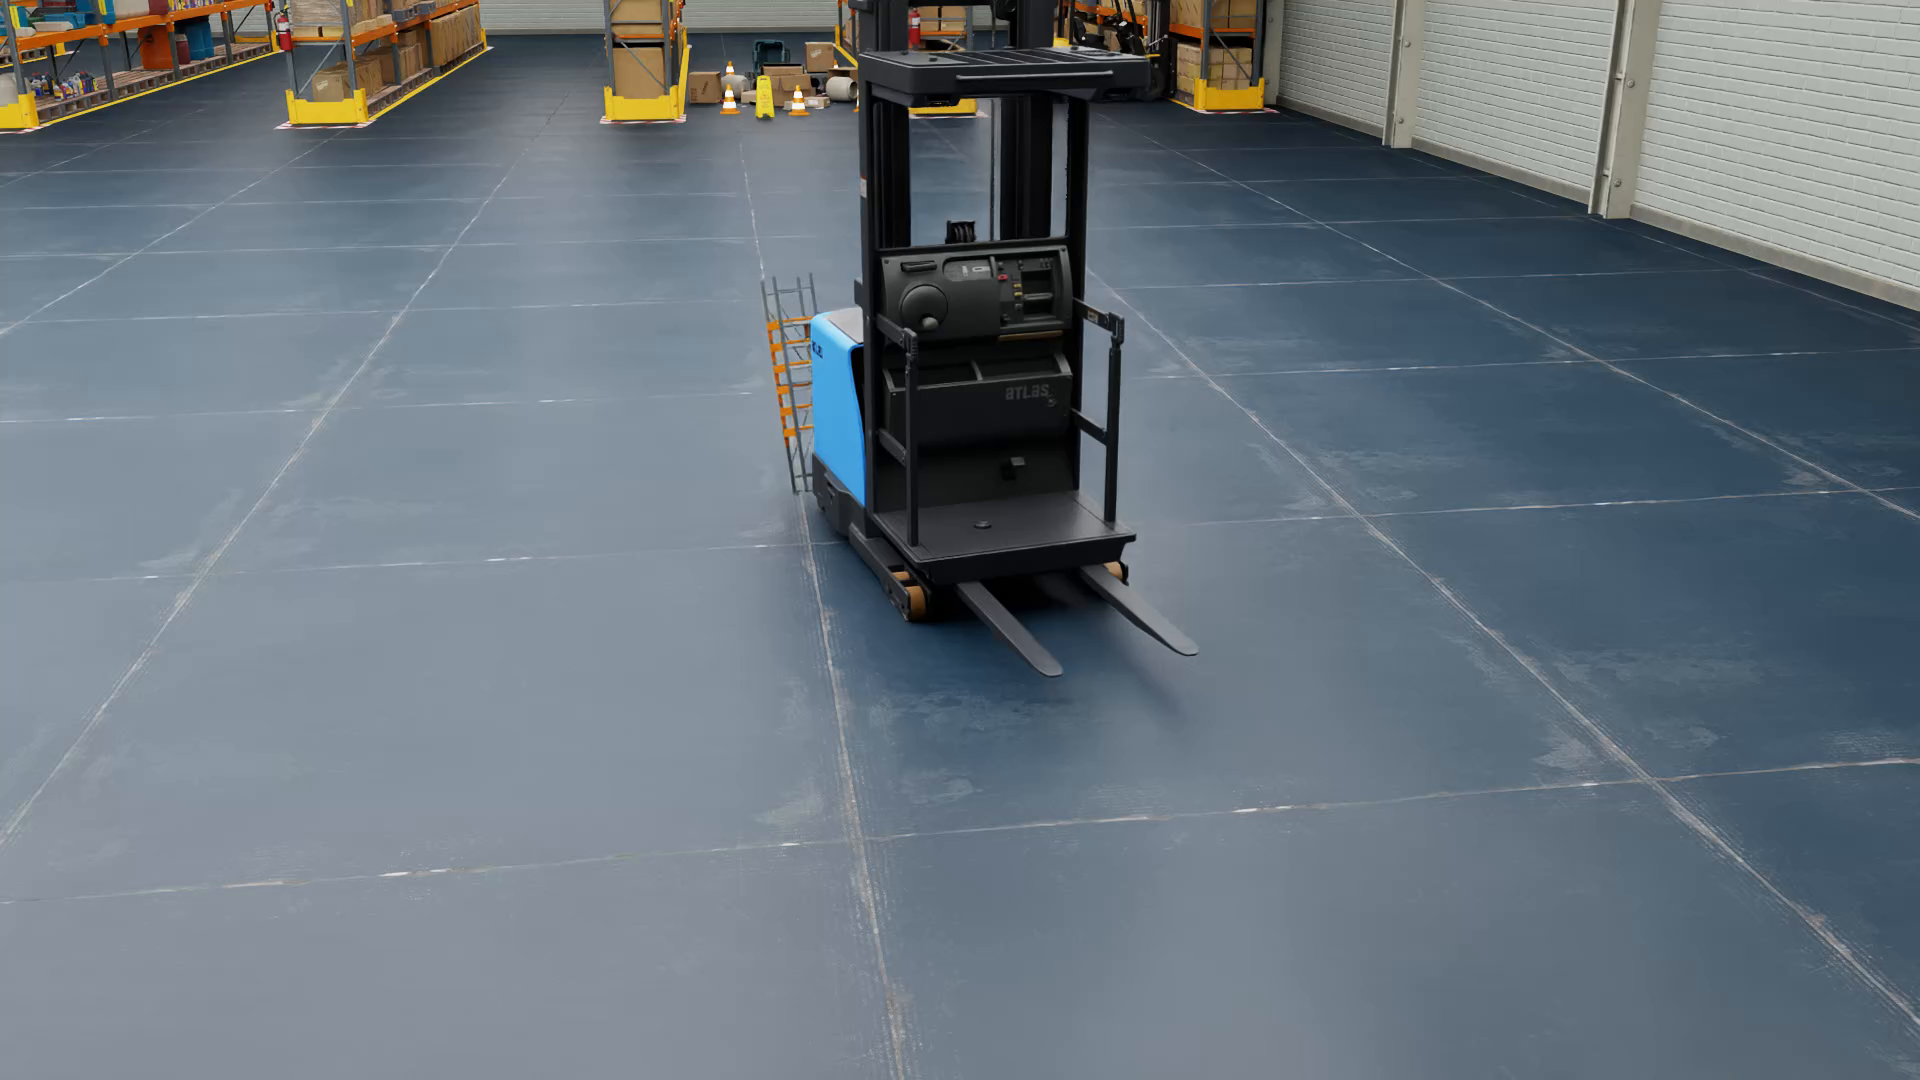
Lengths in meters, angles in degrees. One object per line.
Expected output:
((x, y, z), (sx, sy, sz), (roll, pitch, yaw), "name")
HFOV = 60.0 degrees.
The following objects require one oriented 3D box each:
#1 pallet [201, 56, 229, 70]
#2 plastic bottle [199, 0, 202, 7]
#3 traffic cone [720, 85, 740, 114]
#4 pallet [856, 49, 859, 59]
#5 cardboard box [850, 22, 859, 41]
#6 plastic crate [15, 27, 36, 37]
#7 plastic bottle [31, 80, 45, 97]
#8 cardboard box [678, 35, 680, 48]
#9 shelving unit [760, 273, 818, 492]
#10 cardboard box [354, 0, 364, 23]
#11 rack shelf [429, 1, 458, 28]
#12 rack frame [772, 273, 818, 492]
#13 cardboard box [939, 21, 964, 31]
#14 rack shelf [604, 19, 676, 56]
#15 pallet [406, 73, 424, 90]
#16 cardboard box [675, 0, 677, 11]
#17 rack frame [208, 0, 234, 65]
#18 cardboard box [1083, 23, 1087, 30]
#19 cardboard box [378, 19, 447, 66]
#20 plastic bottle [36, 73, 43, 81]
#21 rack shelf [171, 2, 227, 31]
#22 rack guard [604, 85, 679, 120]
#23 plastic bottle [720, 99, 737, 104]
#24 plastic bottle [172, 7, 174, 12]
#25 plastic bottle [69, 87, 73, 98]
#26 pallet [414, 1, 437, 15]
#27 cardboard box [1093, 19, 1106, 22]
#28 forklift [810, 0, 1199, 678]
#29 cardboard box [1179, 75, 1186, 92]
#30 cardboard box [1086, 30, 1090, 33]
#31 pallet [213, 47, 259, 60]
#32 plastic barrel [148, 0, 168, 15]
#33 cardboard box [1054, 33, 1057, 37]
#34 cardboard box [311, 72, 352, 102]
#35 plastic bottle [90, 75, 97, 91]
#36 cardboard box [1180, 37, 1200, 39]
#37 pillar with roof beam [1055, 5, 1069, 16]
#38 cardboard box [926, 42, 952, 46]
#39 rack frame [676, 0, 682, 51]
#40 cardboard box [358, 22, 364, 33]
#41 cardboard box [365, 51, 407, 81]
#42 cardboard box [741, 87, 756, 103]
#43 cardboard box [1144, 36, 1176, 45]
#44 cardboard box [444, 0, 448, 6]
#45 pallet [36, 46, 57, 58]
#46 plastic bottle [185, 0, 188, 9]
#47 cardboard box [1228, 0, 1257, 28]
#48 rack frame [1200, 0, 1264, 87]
((-16.665, -10.418, 36.308), (1.003, 0.211, 1.213), (-3, 21, -8), "pallet")
((-16.213, -11.468, 35.310), (0.152, 0.276, 0.135), (-3, 21, -8), "plastic bottle")
((-3.852, -7.371, 27.790), (0.336, 0.463, 0.334), (-3, 21, -8), "traffic cone")
((-1.841, -11.174, 38.331), (1.003, 0.211, 1.213), (-3, 21, -8), "pallet")
((-2.269, -12.585, 41.185), (0.875, 0.438, 0.875), (-2, 21, -6), "cardboard box")
((-14.816, -8.041, 26.336), (0.298, 0.136, 0.250), (-3, 21, -8), "plastic crate")
((-15.644, -7.657, 28.194), (0.152, 0.276, 0.135), (-3, 21, -8), "plastic bottle")
((-6.260, -10.531, 35.597), (0.500, 0.500, 0.500), (-3, 21, -7), "cardboard box")
((-0.887, -0.881, 9.353), (0.258, 1.200, 0.189), (-11, 6, -27), "shelving unit")
((-10.376, -8.809, 27.446), (0.875, 0.500, 0.500), (-3, 21, -8), "cardboard box")
((-11.545, -11.214, 35.482), (1.077, 0.370, 4.000), (-3, 21, -8), "rack shelf")
((-0.845, -0.880, 9.272), (0.240, 1.200, 0.006), (-11, 6, -27), "rack frame")
((-0.141, -8.599, 27.811), (0.380, 0.149, 0.250), (-3, 21, -8), "cardboard box")
((-5.469, -8.659, 28.642), (1.077, 0.370, 4.000), (-3, 21, -8), "rack shelf")
((-10.973, -8.860, 32.136), (1.003, 0.211, 1.213), (-3, 21, -8), "pallet")
((-5.933, -10.805, 33.216), (0.500, 0.500, 0.500), (-3, 21, -8), "cardboard box")
((-16.735, -11.994, 36.541), (1.000, 3.000, 0.127), (-3, 21, -8), "rack frame")
((2.976, -11.558, 37.421), (0.380, 0.149, 0.250), (-4, 21, -10), "cardboard box")
((-11.336, -10.300, 34.442), (1.225, 0.875, 0.875), (-4, 21, -10), "cardboard box")
((-15.876, -7.888, 28.707), (0.144, 0.351, 0.185), (-2, 21, -6), "plastic bottle")
((-16.447, -10.964, 34.813), (1.077, 0.370, 4.000), (-3, 21, -8), "rack shelf")
((-5.178, -7.124, 27.077), (1.175, 0.500, 0.348), (-3, 21, -8), "rack guard")
((-4.090, -7.761, 29.407), (0.283, 0.061, 0.133), (-11, 23, -26), "plastic bottle")
((-15.904, -10.757, 33.514), (0.097, 0.201, 0.097), (0, 20, 0), "plastic bottle")
((-15.036, -7.565, 28.054), (0.097, 0.201, 0.097), (0, 20, 0), "plastic bottle")
((-11.049, -10.527, 32.889), (1.213, 0.211, 1.003), (-3, 21, -8), "pallet")
((3.309, -12.037, 38.702), (0.380, 0.149, 0.250), (-3, 21, -7), "cardboard box")
((0.159, -1.158, 7.628), (1.130, 2.935, 3.031), (-7, 22, -18), "forklift")
((4.171, -8.068, 29.360), (0.500, 0.250, 0.500), (-3, 21, -8), "cardboard box")
((3.047, -11.126, 37.191), (0.500, 0.500, 0.500), (-2, 21, -5), "cardboard box")
((-17.058, -11.363, 38.839), (1.003, 0.211, 1.213), (-3, 21, -8), "pallet")
((-15.792, -10.527, 32.420), (0.600, 0.536, 0.708), (-3, 21, -8), "plastic barrel")
((2.462, -12.212, 40.434), (0.396, 0.266, 0.258), (-2, 21, -6), "cardboard box")
((-10.177, -7.331, 27.031), (0.500, 0.500, 0.500), (1, 20, 2), "cardboard box")
((-15.186, -8.007, 29.122), (0.061, 0.283, 0.133), (-2, 21, -5), "plastic bottle")
((4.388, -9.267, 31.141), (0.500, 0.250, 0.500), (-3, 21, -9), "cardboard box")
((-1.449, -17.952, 43.920), (9.100, 9.000, 0.400), (-3, 21, -8), "pillar with roof beam")
((-0.373, -8.689, 29.952), (0.500, 0.500, 0.500), (-2, 21, -5), "cardboard box")
((-6.911, -12.459, 37.786), (1.000, 3.000, 0.127), (-3, 21, -8), "rack frame")
((-10.033, -8.429, 27.356), (0.380, 0.149, 0.250), (-3, 21, -8), "cardboard box")
((-10.798, -8.888, 31.171), (0.700, 0.500, 0.500), (-3, 21, -8), "cardboard box")
((-3.687, -7.906, 29.503), (0.396, 0.266, 0.258), (1, 20, 2), "cardboard box")
((3.797, -9.419, 31.547), (0.500, 0.250, 0.500), (-3, 21, -9), "cardboard box")
((-11.349, -11.790, 35.852), (0.500, 0.500, 0.500), (-3, 21, -8), "cardboard box")
((-22.087, -11.521, 39.262), (1.003, 0.211, 1.213), (-3, 21, -8), "pallet")
((-16.022, -11.122, 34.375), (0.061, 0.283, 0.133), (-3, 21, -8), "plastic bottle")
((4.817, -9.072, 28.577), (0.500, 0.500, 0.500), (-2, 21, -6), "cardboard box")
((4.614, -8.840, 28.098), (1.000, 3.000, 0.127), (-3, 21, -8), "rack frame")
